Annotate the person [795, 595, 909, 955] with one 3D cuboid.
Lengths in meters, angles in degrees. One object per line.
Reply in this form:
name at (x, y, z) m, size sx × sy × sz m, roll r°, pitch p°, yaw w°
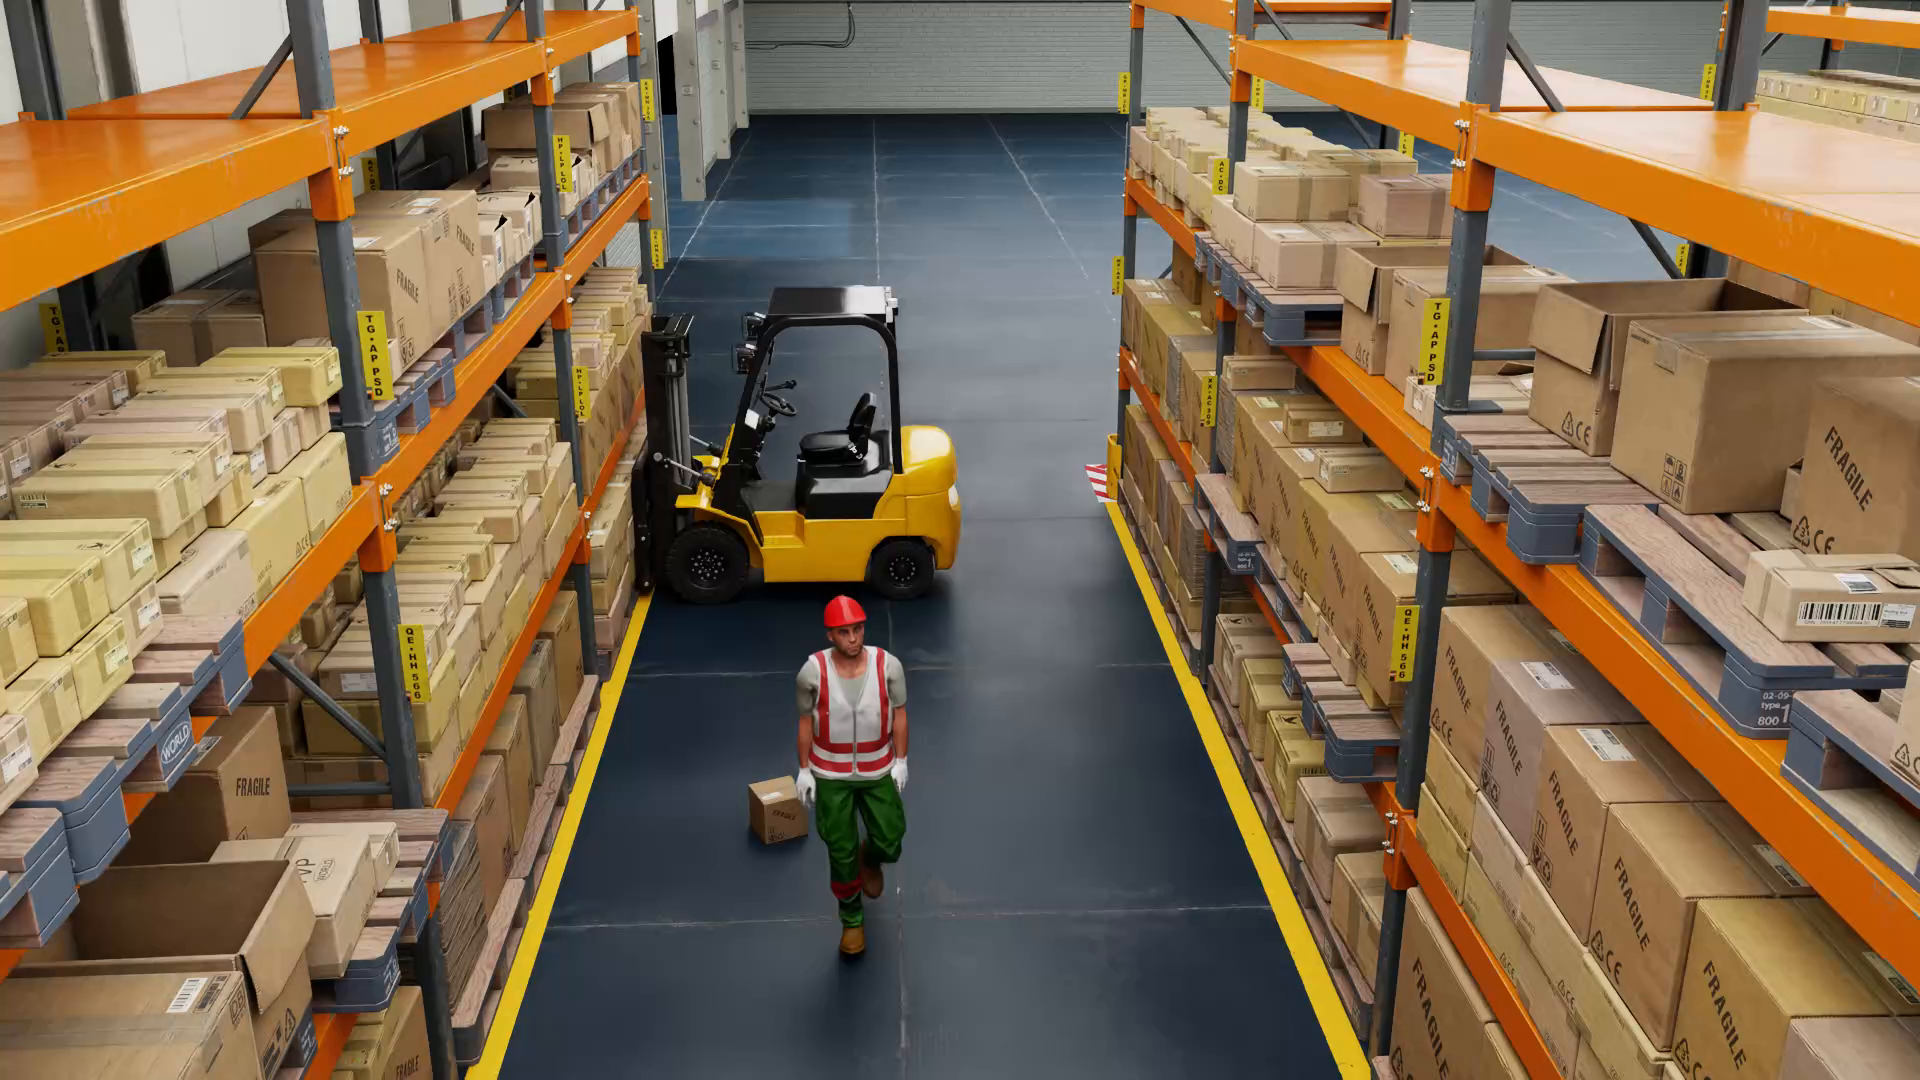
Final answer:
person at (-0.522, 1.093, 8.011) m, size 0.552 × 1.777 × 0.625 m, roll -4°, pitch 20°, yaw -10°
